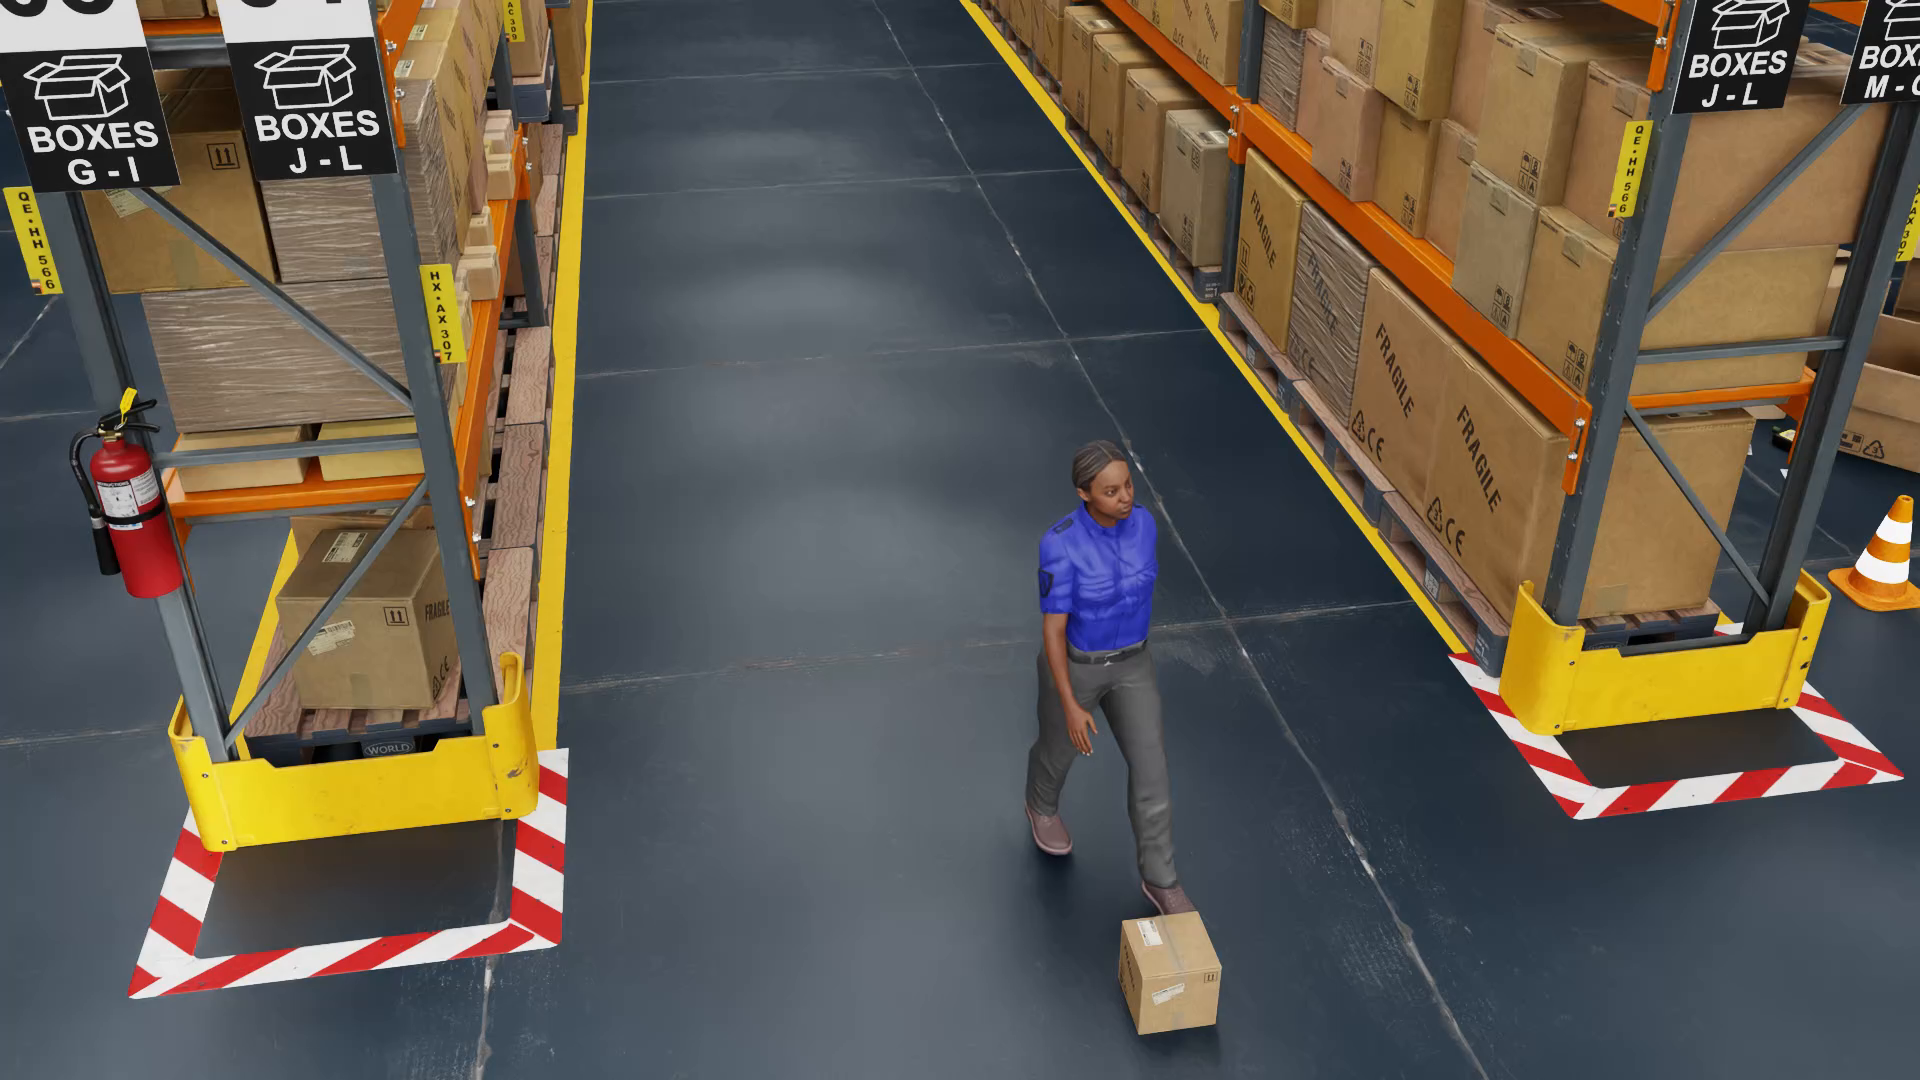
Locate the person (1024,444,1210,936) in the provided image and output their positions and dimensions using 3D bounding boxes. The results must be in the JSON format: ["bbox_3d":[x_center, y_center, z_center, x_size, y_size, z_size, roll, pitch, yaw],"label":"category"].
[{"bbox_3d":[0.490,0.477,5.317,0.455,1.615,0.879,-12,33,-20],"label":"person"}]
